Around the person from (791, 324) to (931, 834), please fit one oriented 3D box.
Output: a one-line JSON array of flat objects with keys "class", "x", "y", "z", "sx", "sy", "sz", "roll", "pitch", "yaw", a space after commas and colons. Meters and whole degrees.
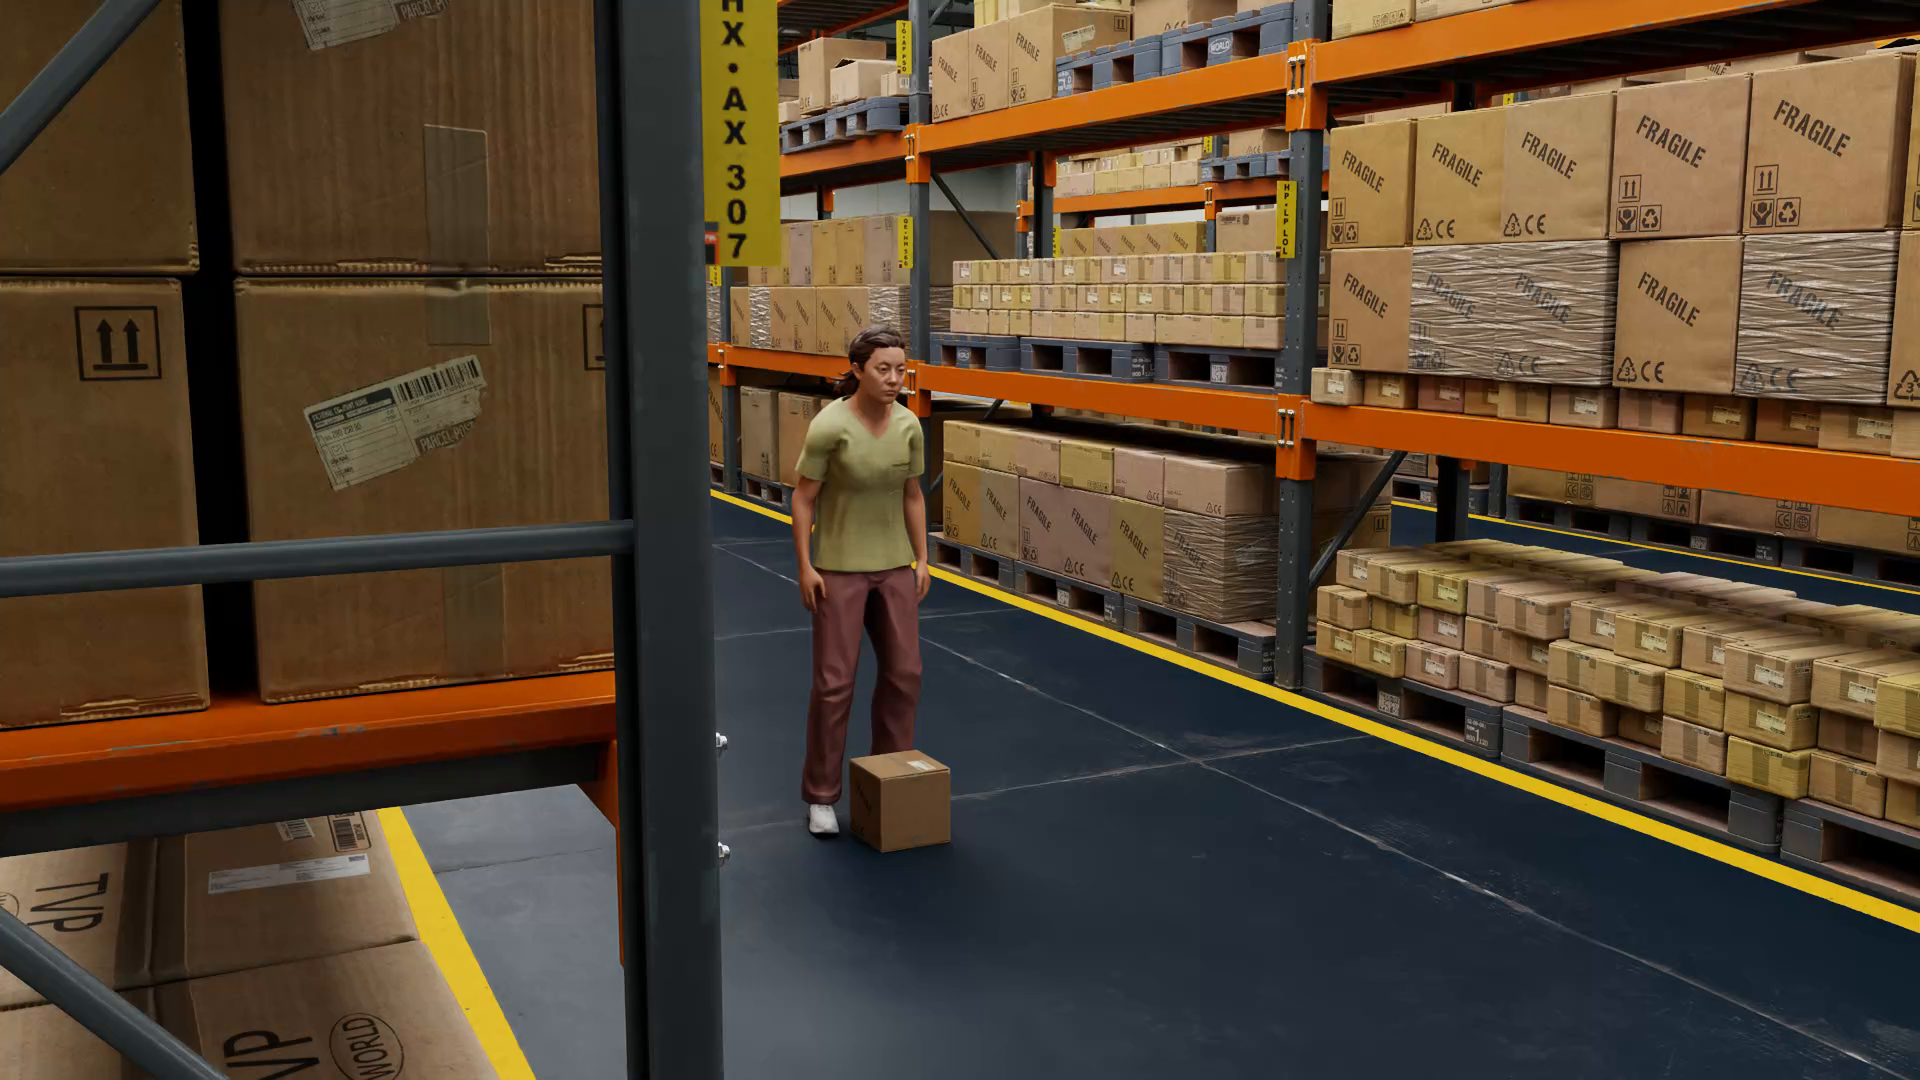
[{"class": "person", "x": -0.313, "y": 0.119, "z": 5.569, "sx": 0.512, "sy": 1.671, "sz": 0.366, "roll": -5, "pitch": 10, "yaw": -29}]
